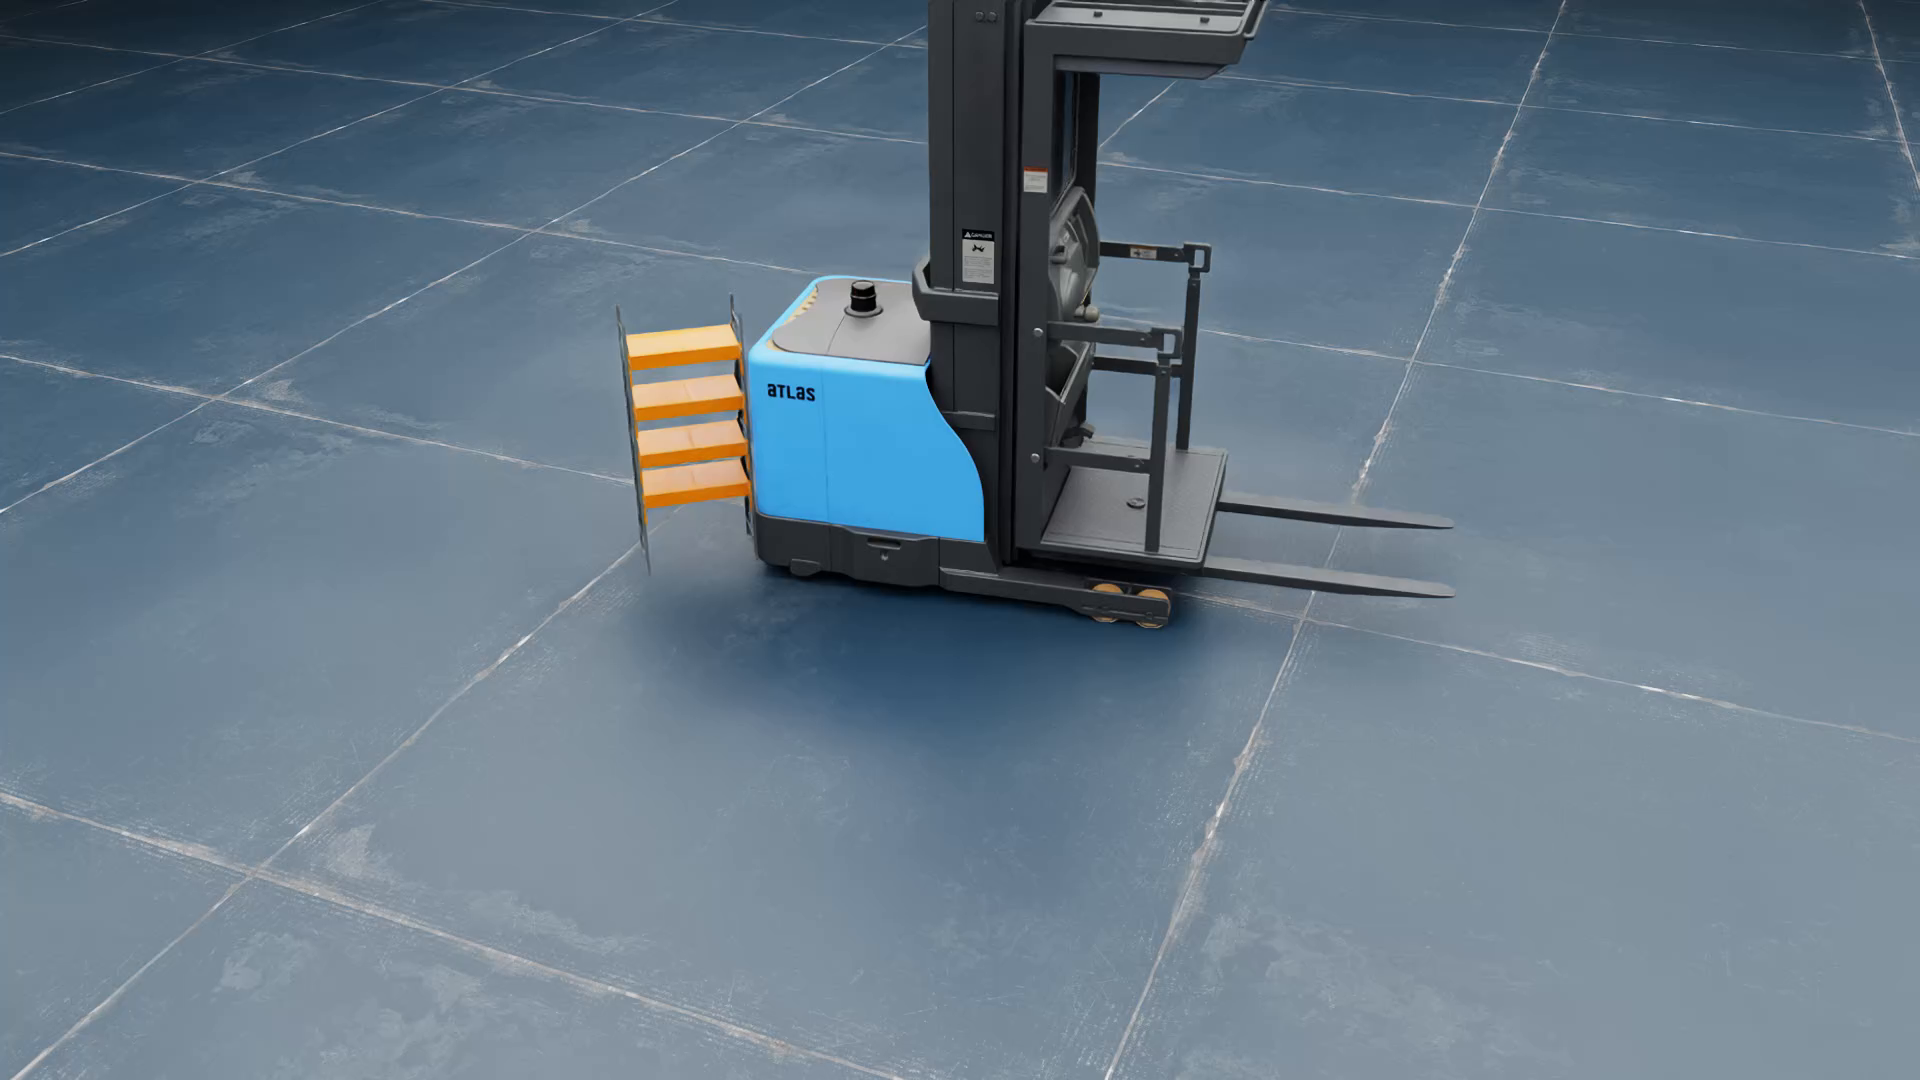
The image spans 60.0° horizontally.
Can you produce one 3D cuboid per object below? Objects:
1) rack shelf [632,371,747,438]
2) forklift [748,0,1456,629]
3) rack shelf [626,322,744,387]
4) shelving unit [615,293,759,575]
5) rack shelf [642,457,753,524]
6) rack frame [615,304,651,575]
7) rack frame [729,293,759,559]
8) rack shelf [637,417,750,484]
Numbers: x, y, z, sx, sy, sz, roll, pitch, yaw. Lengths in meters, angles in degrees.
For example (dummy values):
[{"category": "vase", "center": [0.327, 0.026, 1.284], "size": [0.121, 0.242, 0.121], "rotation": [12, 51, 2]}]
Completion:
[{"category": "rack shelf", "center": [-1.194, -0.594, 7.263], "size": [0.480, 0.148, 0.258], "rotation": [-8, 30, -14]}, {"category": "forklift", "center": [0.662, -1.187, 6.871], "size": [3.031, 2.935, 1.130], "rotation": [7, 30, 12]}, {"category": "rack shelf", "center": [-1.194, -0.800, 7.147], "size": [0.480, 0.148, 0.258], "rotation": [-8, 30, -14]}, {"category": "shelving unit", "center": [-1.194, -0.458, 7.340], "size": [0.503, 1.200, 0.258], "rotation": [-8, 30, -14]}, {"category": "rack shelf", "center": [-1.194, -0.226, 7.471], "size": [0.480, 0.148, 0.258], "rotation": [-8, 30, -14]}, {"category": "rack frame", "center": [-1.428, -0.424, 7.281], "size": [0.015, 1.200, 0.240], "rotation": [-8, 30, -14]}, {"category": "rack frame", "center": [-0.959, -0.491, 7.400], "size": [0.015, 1.200, 0.240], "rotation": [-8, 30, -14]}, {"category": "rack shelf", "center": [-1.194, -0.399, 7.373], "size": [0.480, 0.148, 0.258], "rotation": [-8, 30, -14]}]
